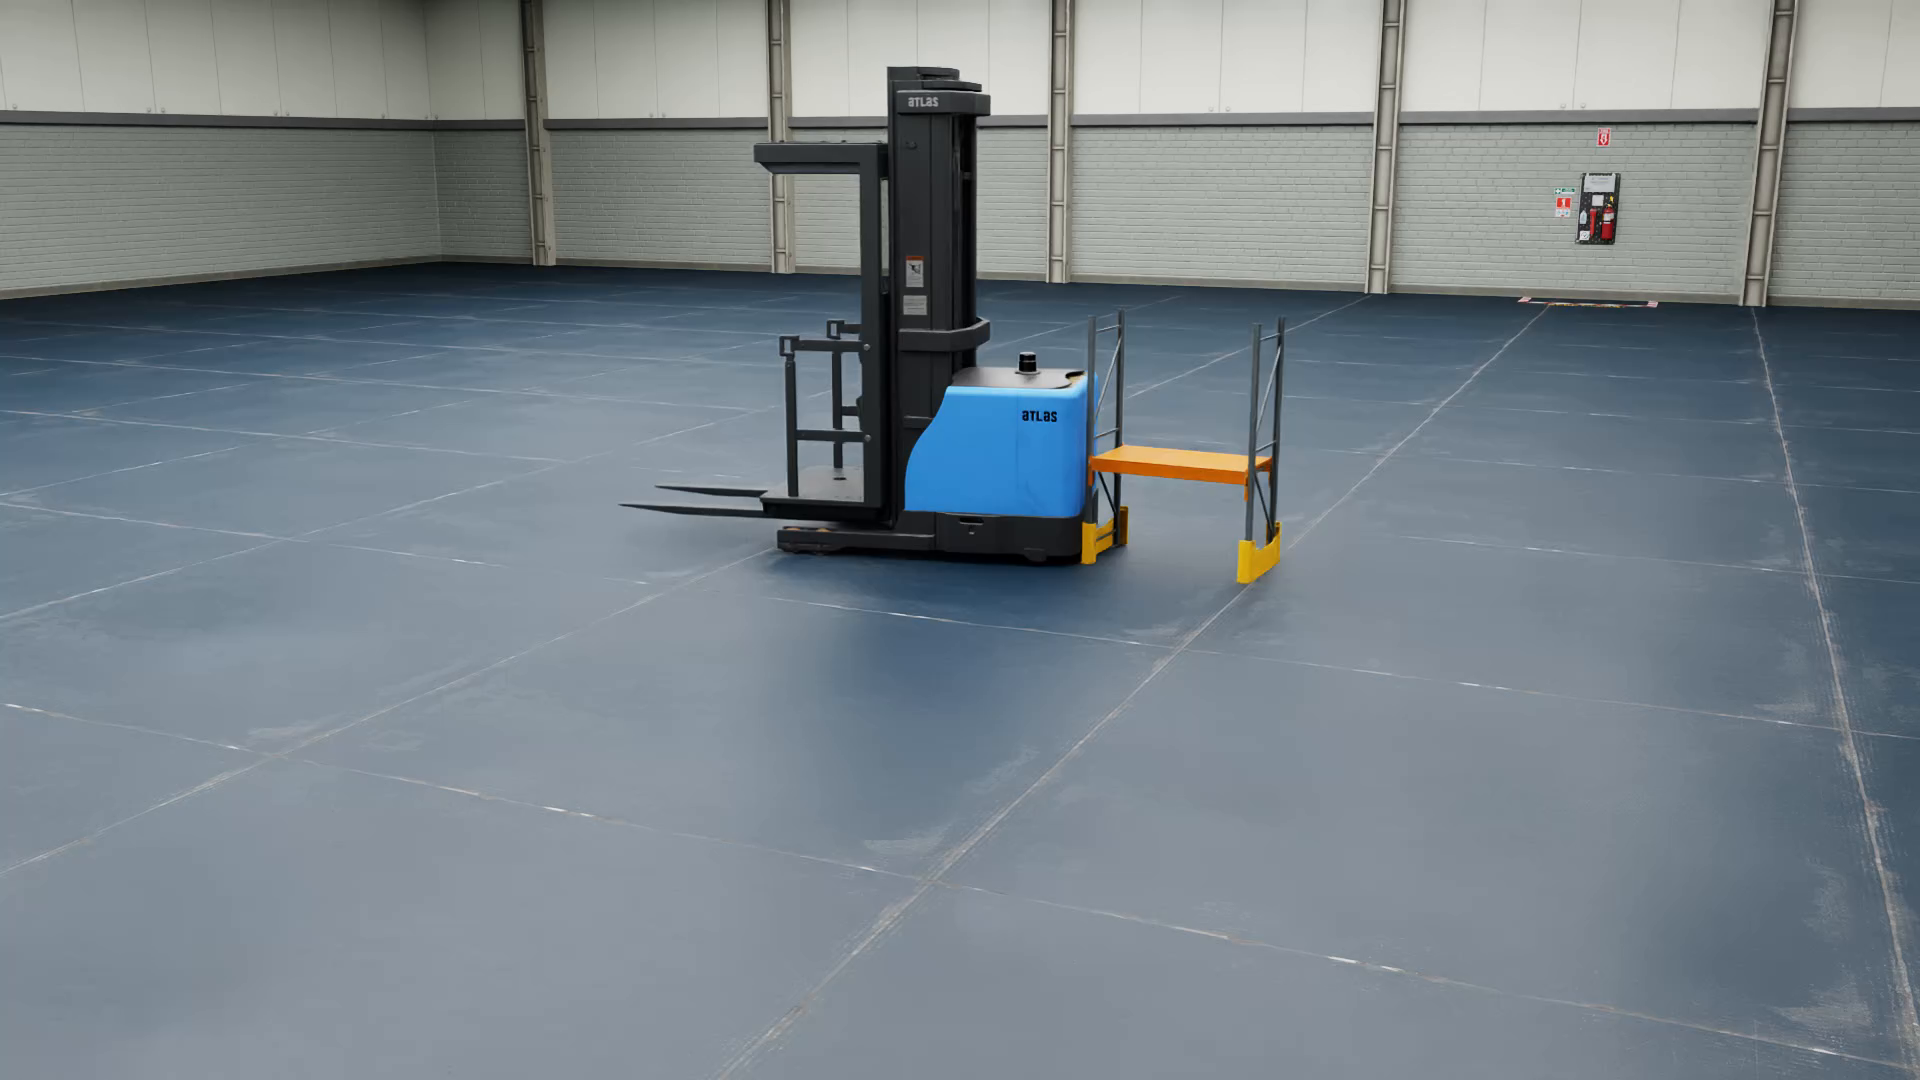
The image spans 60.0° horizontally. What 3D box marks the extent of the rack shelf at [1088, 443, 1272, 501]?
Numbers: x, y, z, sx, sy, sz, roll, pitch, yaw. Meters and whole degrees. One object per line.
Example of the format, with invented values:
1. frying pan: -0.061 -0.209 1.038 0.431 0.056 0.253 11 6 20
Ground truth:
1. rack shelf: 1.339 -0.418 10.042 1.000 0.185 0.538 7 15 27

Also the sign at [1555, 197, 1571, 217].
1. sign: 10.140 -5.593 27.946 0.234 0.329 0.001 6 14 23

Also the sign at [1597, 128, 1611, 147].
1. sign: 10.637 -6.653 27.467 0.199 0.298 0.001 6 14 23

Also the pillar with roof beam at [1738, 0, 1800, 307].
1. pillar with roof beam: 11.105 -7.288 22.114 0.400 9.000 9.100 6 14 23

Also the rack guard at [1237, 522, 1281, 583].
1. rack guard: 1.787 0.069 9.913 0.087 0.250 0.587 7 15 27

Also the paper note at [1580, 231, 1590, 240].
1. paper note: 10.470 -5.105 27.872 0.142 0.148 0.016 6 14 23

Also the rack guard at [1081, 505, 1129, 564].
1. rack guard: 0.907 -0.037 10.367 0.087 0.250 0.587 7 15 27

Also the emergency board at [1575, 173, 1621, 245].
1. emergency board: 10.604 -5.503 27.640 0.643 1.169 0.194 6 14 23

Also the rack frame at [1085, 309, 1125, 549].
1. rack frame: 0.890 -0.648 10.233 0.032 1.500 0.500 7 15 27

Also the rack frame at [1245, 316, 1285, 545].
1. rack frame: 1.789 -0.539 9.770 0.032 1.500 0.500 7 15 27

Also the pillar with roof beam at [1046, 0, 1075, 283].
1. pillar with roof beam: 0.133 -8.398 26.846 0.400 9.000 9.100 6 14 23

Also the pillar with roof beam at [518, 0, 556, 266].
1. pillar with roof beam: -10.839 -9.508 31.578 0.400 9.000 9.100 6 14 23

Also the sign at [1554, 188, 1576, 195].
1. sign: 10.141 -5.849 27.875 0.331 0.109 0.001 6 14 23

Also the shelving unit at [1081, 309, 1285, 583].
1. shelving unit: 1.347 -0.593 9.997 1.083 1.500 0.587 7 15 27

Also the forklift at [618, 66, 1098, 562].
1. forklift: -0.671 -1.444 10.491 3.031 2.935 1.130 3 14 12

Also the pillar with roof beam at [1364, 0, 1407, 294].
1. pillar with roof beam: 5.619 -7.843 24.480 0.400 9.000 9.100 6 14 23

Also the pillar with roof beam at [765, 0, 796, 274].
1. pillar with roof beam: -5.353 -8.953 29.212 0.400 9.000 9.100 6 14 23
